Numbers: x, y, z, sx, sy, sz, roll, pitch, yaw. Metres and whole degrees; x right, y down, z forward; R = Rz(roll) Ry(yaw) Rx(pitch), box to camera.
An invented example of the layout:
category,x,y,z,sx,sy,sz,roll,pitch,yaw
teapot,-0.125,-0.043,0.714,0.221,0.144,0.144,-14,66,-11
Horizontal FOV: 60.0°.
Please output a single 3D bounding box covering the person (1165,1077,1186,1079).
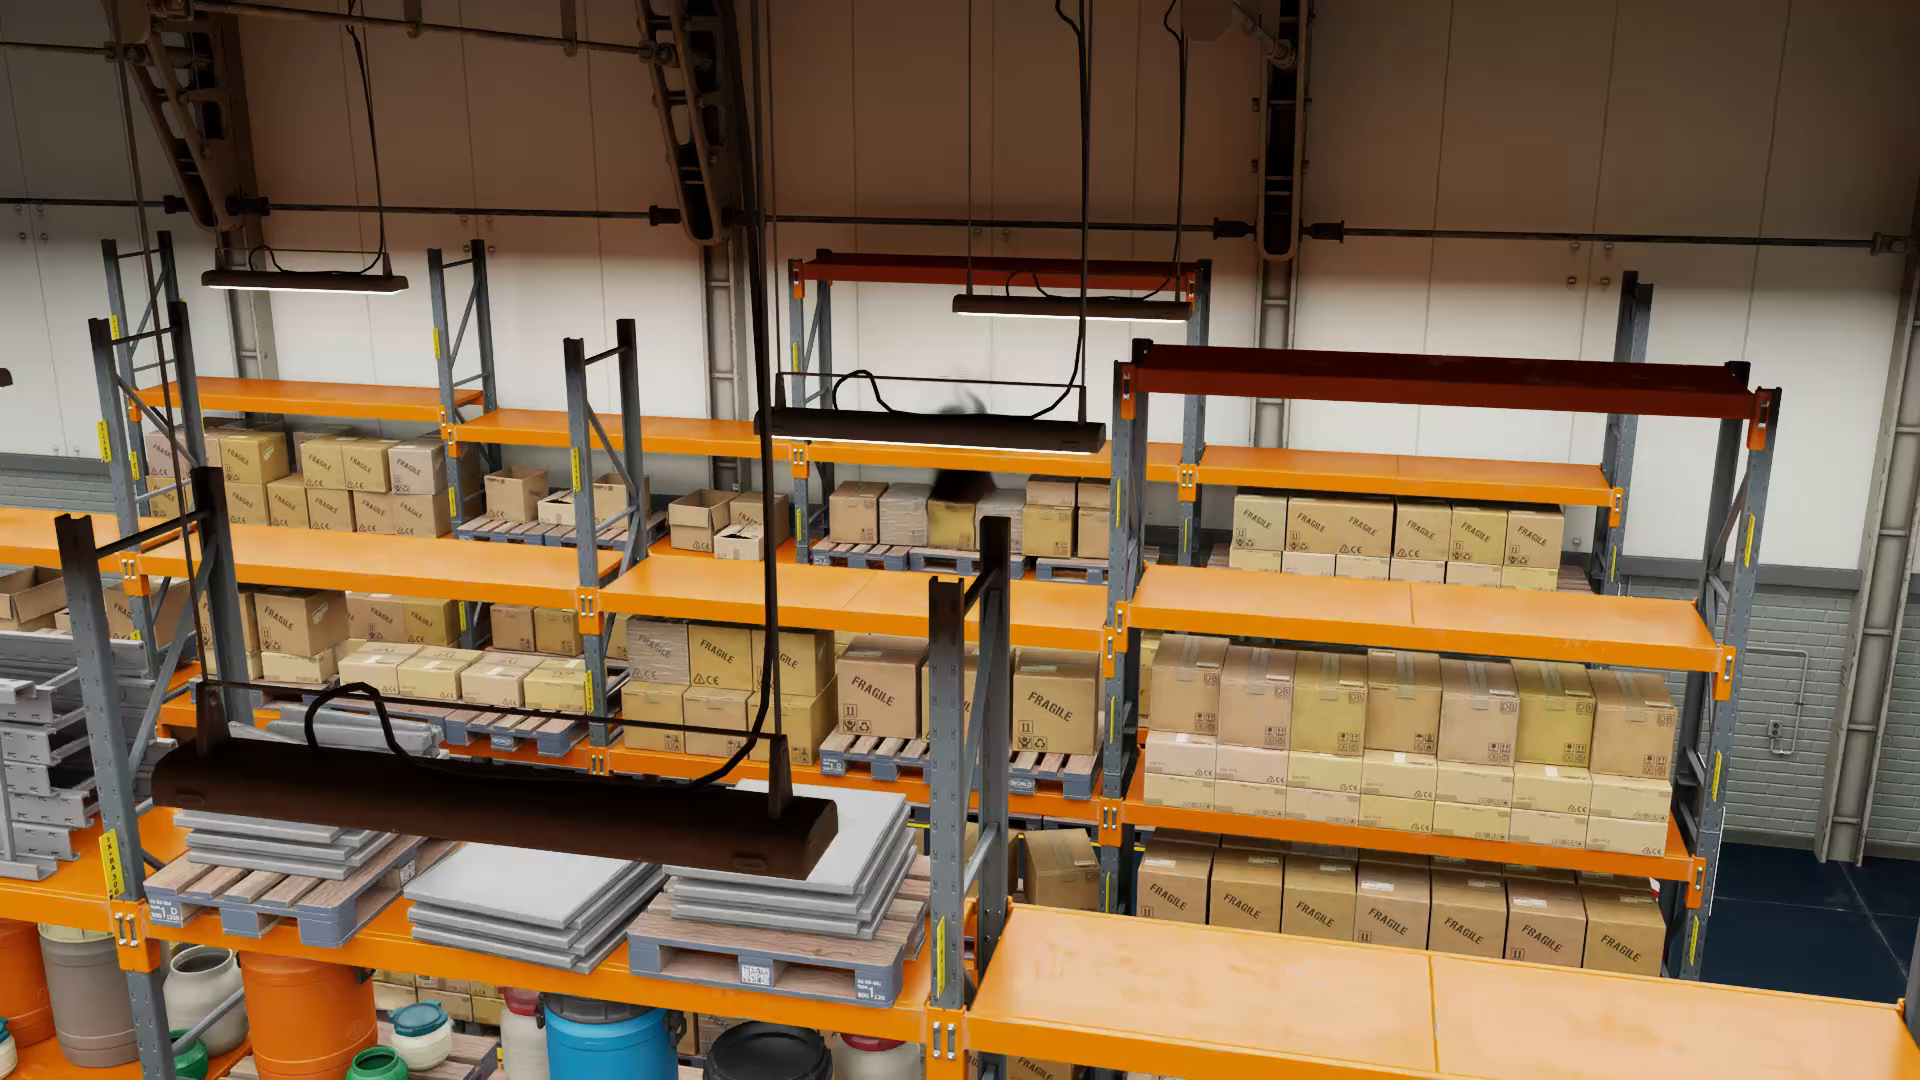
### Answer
category,x,y,z,sx,sy,sz,roll,pitch,yaw
person,1.433,4.191,10.936,0.970,1.735,0.720,2,16,8
